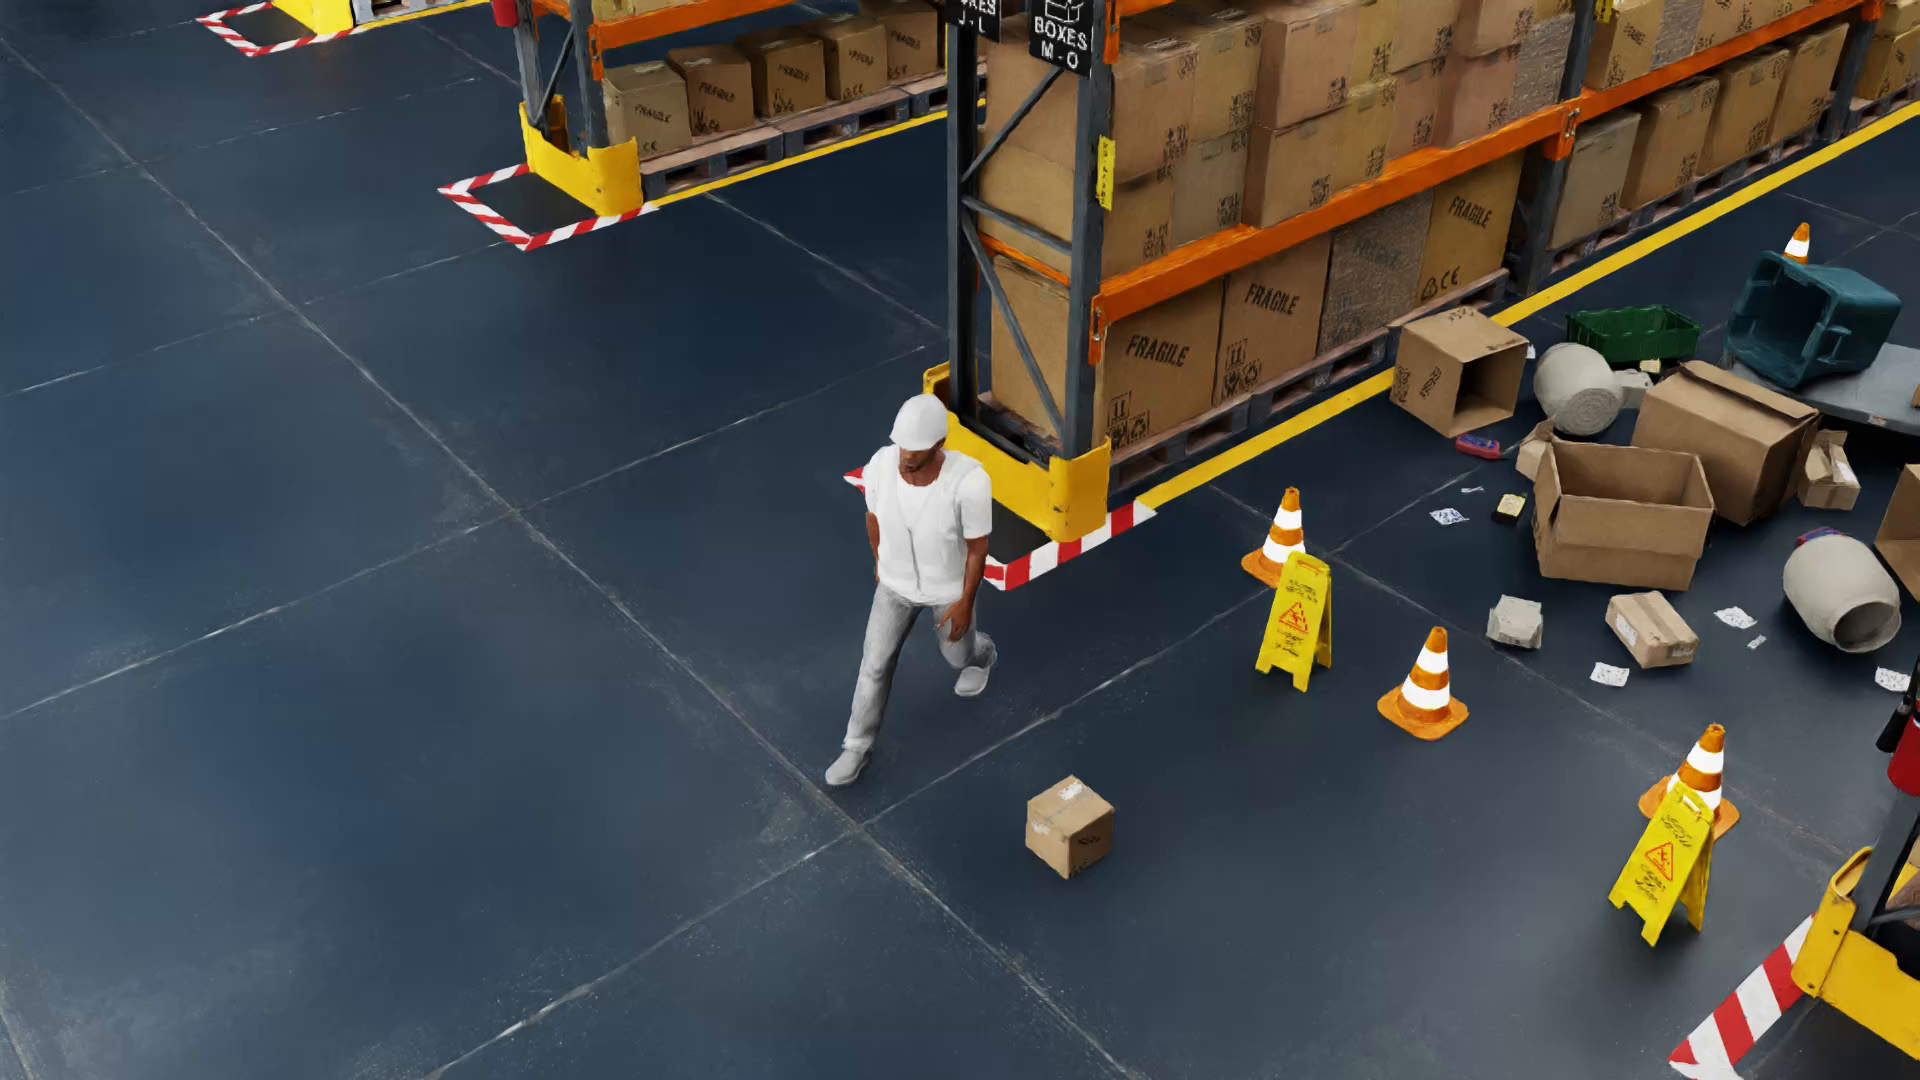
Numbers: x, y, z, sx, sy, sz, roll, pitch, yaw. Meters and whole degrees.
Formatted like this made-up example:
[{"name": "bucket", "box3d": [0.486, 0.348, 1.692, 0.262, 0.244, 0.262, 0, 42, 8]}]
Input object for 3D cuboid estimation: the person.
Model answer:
[{"name": "person", "box3d": [-0.175, 0.162, 6.853, 0.618, 1.731, 0.968, 9, 37, 12]}]
